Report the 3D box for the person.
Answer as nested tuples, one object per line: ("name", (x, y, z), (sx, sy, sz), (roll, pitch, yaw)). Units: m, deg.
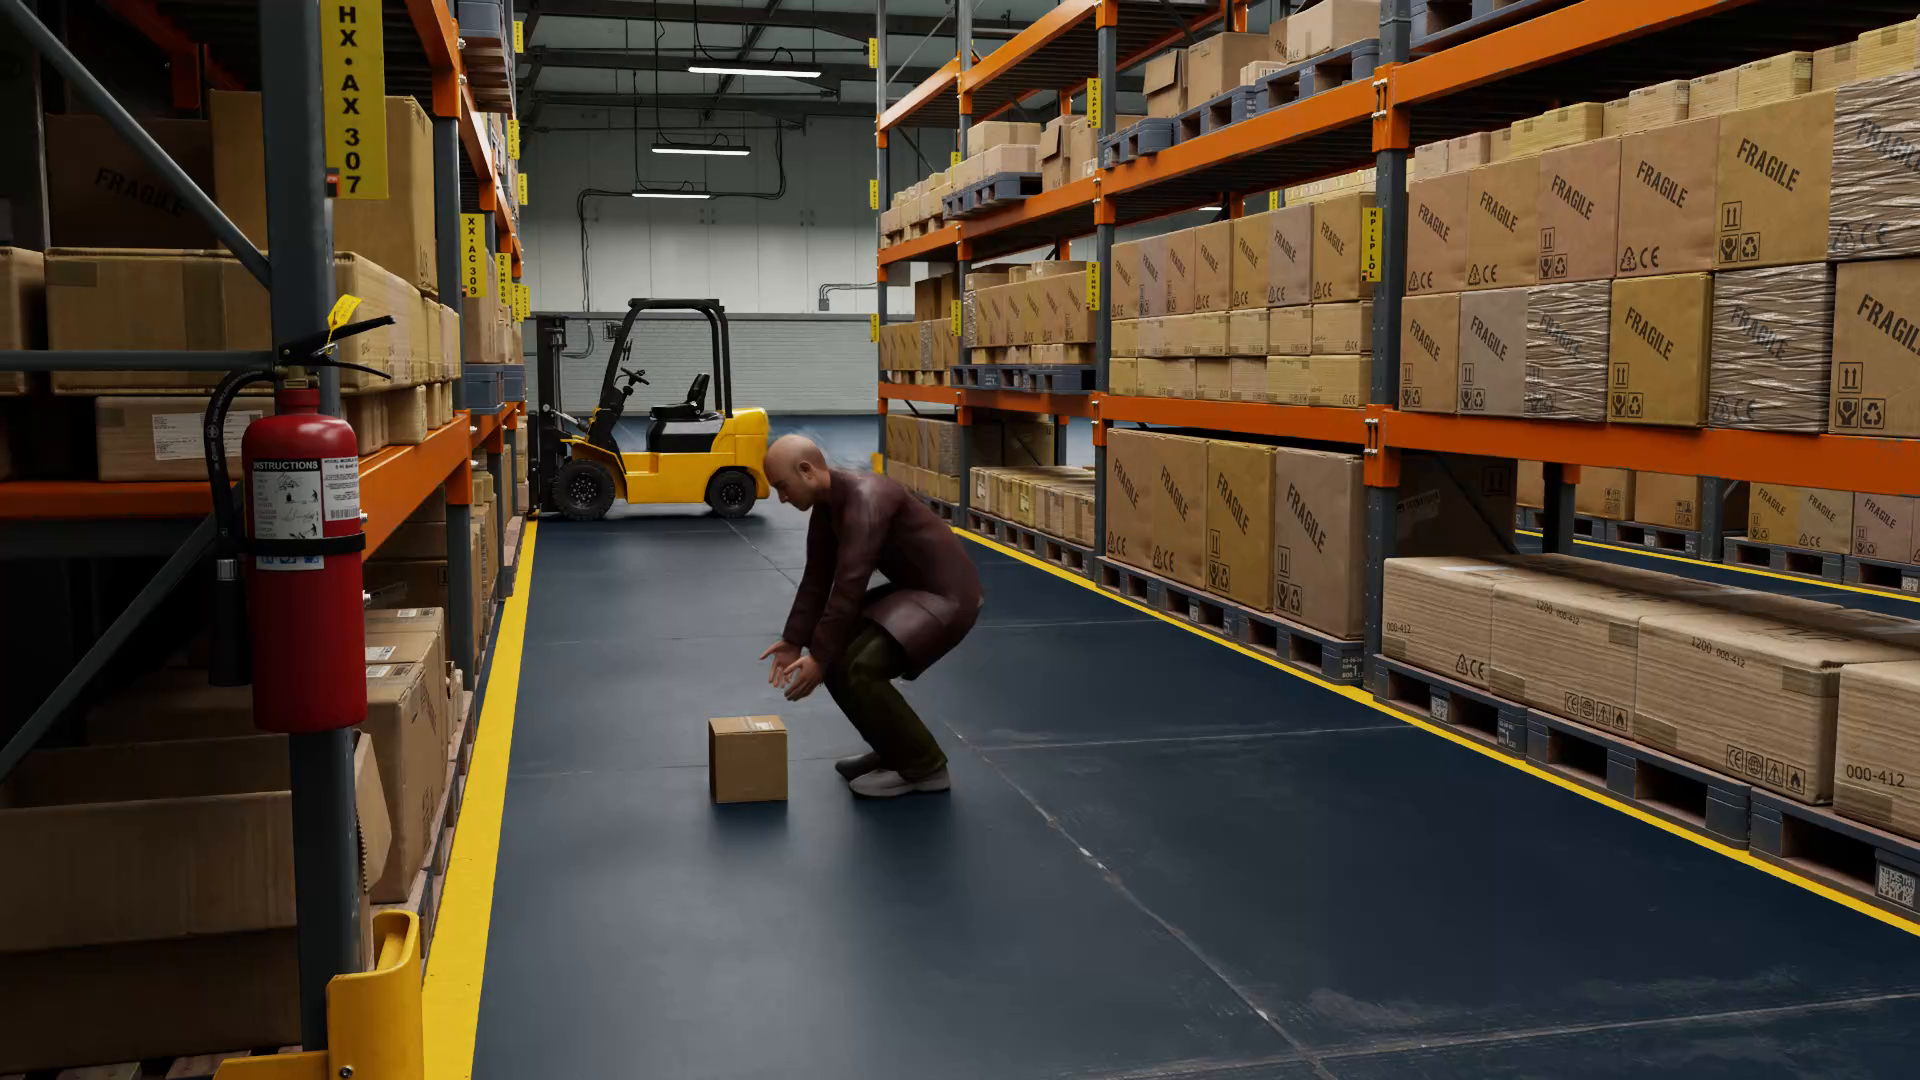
("person", (-0.297, 0.262, 5.883), (0.793, 1.259, 0.633), (-1, 6, -14))
